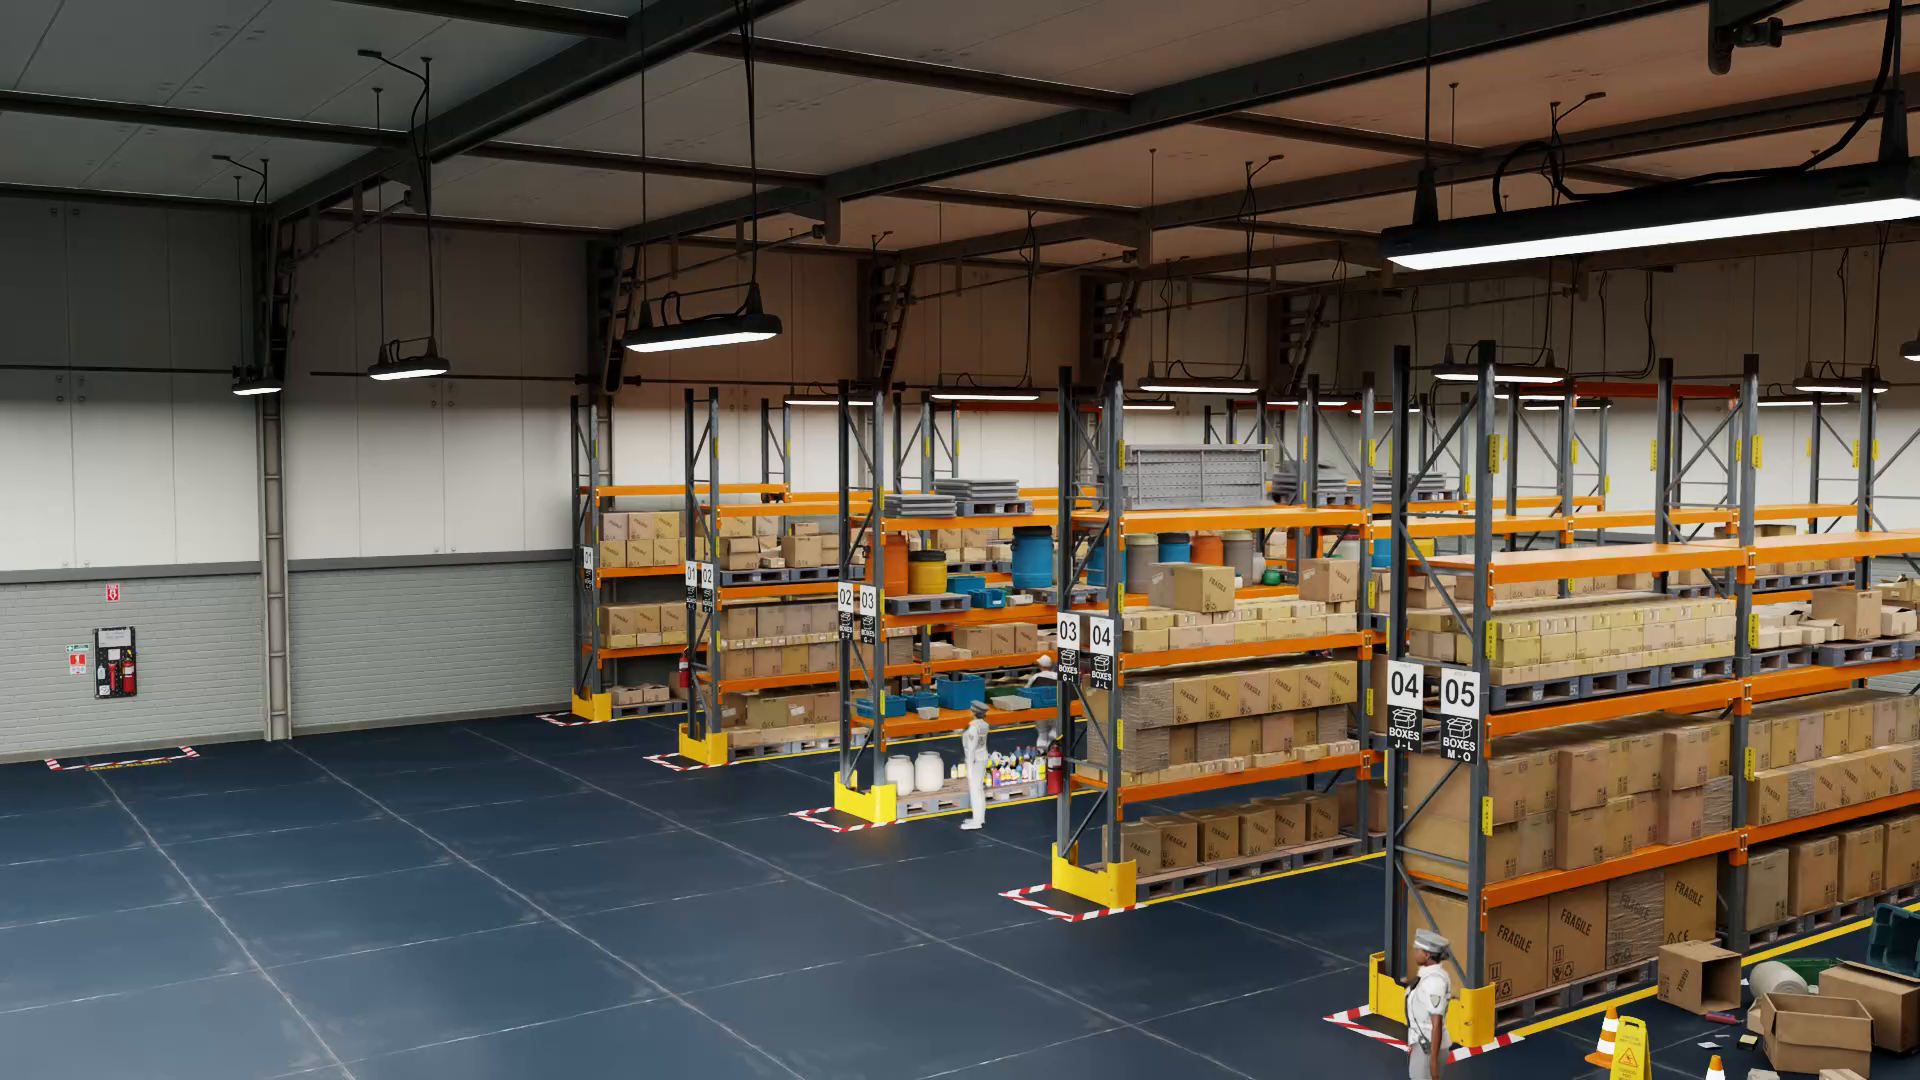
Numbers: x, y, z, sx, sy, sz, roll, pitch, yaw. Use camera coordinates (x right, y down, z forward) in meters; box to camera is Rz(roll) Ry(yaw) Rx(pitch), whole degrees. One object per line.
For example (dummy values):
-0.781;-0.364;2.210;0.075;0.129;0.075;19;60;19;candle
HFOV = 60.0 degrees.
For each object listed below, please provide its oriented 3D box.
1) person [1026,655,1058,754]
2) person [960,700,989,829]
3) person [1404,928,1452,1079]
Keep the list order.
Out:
1.401;2.696;26.629;0.729;1.723;0.527;1;4;22;person
0.201;2.979;22.161;0.374;1.695;0.526;1;4;12;person
3.285;3.629;11.741;0.361;1.719;0.582;1;4;16;person
